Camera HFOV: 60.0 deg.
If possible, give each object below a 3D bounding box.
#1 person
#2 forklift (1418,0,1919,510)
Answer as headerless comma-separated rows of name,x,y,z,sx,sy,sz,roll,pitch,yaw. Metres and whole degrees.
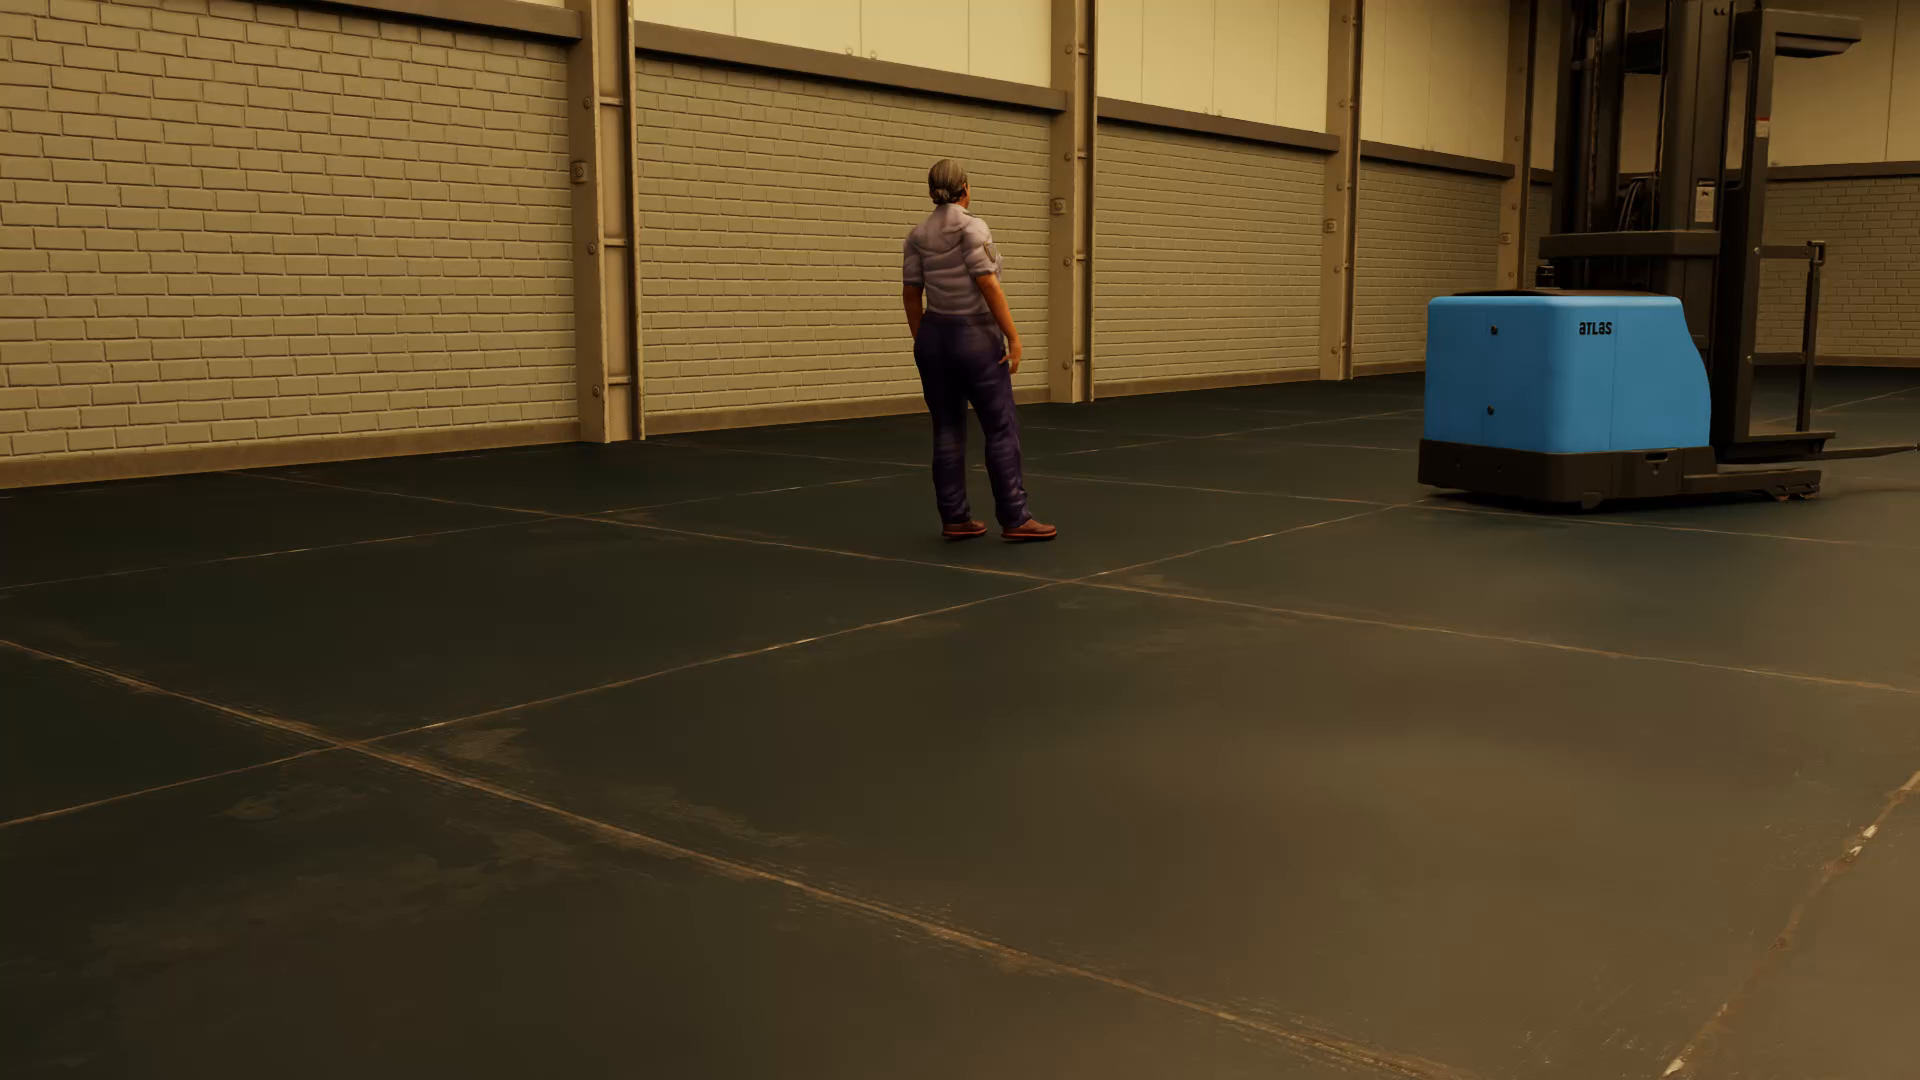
person,0.079,-0.831,7.335,0.585,1.651,0.503,7,11,38
forklift,4.045,-1.721,9.041,3.031,2.935,1.130,-4,9,-25
